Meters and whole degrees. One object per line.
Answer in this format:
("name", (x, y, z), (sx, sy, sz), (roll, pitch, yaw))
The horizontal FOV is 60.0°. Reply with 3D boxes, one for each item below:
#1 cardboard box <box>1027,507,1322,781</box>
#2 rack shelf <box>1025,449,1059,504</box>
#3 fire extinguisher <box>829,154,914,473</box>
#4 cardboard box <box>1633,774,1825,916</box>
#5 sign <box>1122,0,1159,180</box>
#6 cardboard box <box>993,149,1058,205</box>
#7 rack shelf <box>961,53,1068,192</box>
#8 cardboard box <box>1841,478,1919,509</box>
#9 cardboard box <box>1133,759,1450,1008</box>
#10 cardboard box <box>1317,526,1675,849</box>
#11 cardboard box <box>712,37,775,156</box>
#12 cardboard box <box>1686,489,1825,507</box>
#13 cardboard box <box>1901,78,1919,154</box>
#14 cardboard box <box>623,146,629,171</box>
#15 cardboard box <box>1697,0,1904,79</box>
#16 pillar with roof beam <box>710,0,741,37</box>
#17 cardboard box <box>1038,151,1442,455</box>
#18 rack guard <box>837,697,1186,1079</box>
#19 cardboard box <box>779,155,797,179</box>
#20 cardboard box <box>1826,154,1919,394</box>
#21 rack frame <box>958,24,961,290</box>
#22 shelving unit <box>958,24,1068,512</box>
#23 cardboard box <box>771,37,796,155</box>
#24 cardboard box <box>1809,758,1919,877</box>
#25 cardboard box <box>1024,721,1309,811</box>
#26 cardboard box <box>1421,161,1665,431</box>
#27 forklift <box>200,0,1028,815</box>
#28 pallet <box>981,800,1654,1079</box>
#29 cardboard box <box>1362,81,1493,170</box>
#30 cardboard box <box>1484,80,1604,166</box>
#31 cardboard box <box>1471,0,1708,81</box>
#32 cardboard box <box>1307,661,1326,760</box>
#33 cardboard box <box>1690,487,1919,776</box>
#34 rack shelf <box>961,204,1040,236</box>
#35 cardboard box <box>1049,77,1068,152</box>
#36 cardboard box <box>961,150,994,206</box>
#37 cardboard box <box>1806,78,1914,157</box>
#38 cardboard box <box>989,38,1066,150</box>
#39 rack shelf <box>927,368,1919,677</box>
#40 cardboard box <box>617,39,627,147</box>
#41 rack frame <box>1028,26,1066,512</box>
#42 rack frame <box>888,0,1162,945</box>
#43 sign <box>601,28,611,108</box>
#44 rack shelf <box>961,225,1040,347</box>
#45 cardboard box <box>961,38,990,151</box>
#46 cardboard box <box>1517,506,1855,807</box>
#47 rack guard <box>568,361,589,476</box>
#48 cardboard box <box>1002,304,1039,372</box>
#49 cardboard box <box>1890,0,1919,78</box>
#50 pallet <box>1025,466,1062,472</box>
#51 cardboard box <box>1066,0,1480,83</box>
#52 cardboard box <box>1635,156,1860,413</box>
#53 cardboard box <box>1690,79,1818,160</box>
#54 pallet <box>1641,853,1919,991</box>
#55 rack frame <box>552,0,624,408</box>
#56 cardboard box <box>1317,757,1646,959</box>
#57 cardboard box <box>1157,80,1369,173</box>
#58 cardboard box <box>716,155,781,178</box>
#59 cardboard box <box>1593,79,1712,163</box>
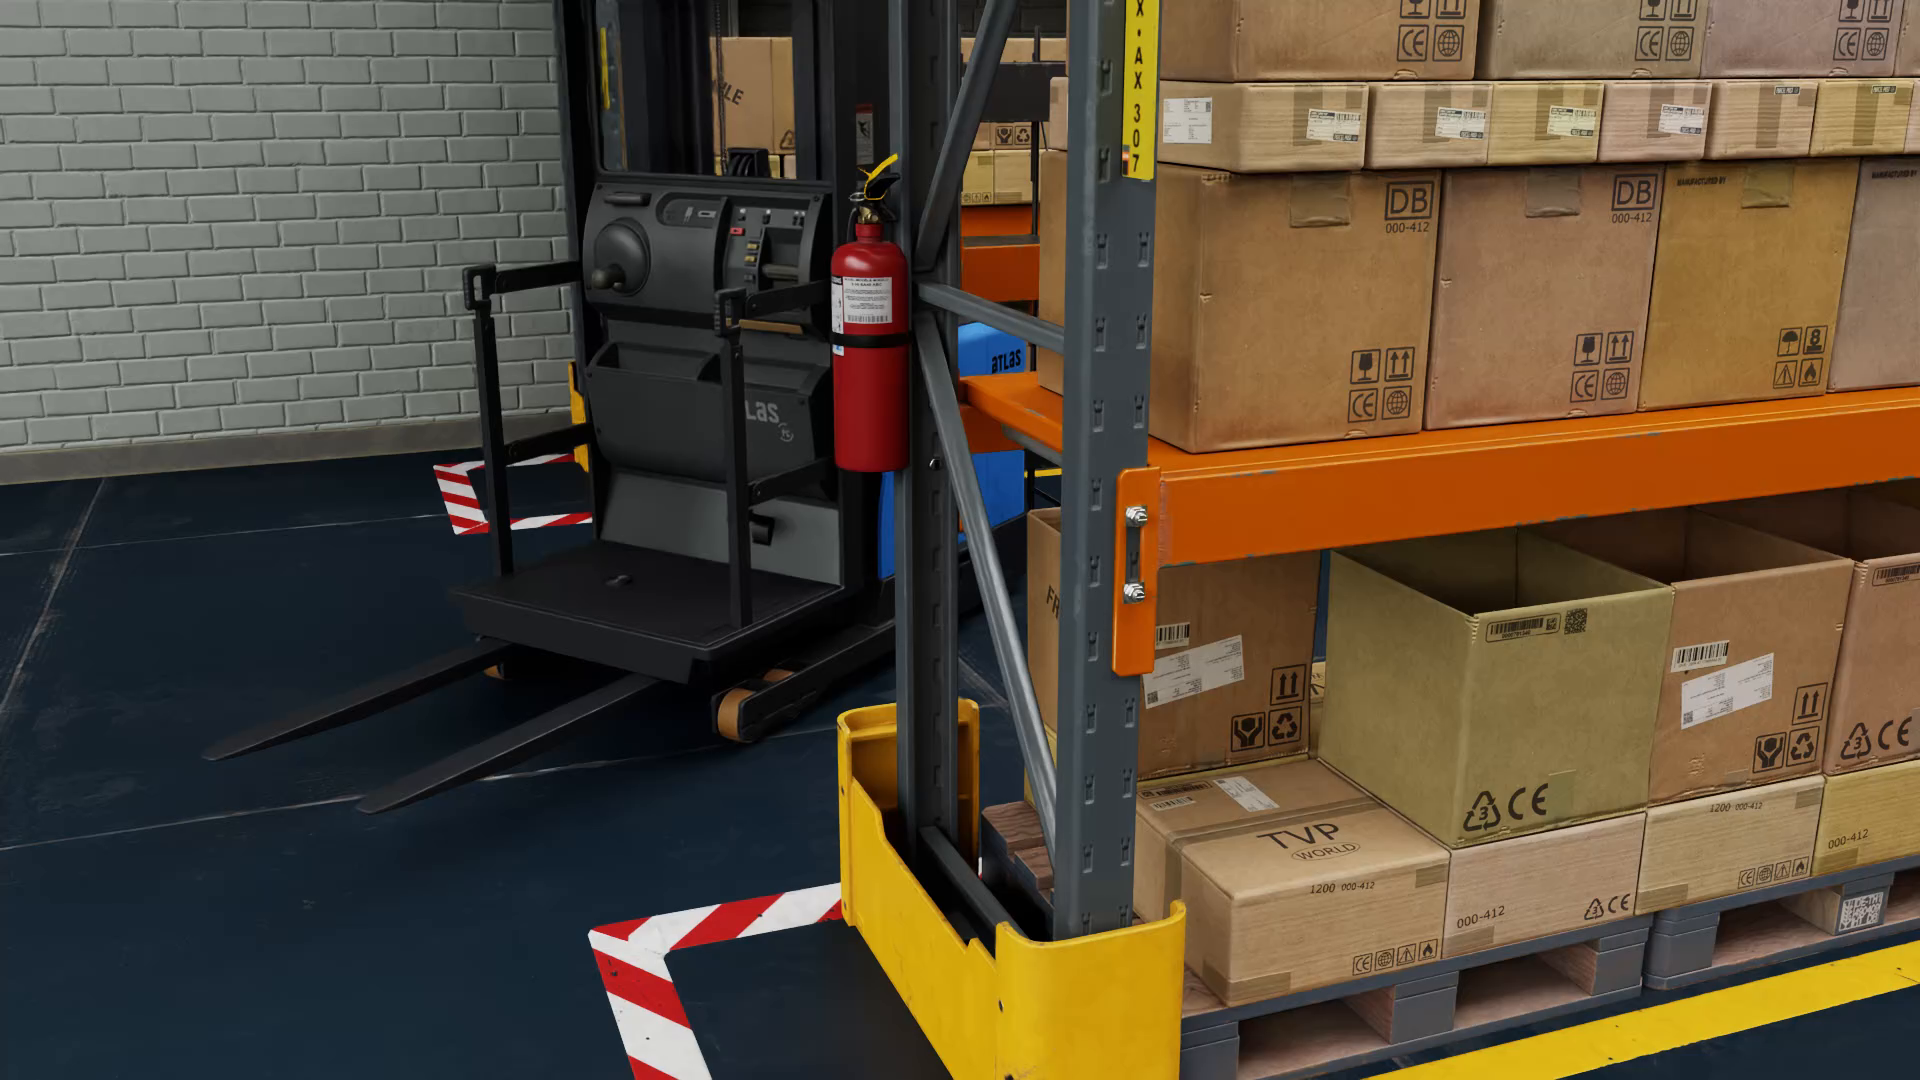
("cardboard box", (0.479, 0.208, 3.869), (0.500, 0.500, 0.500), (-6, 17, -20))
("rack shelf", (0.155, -0.339, 7.060), (0.480, 0.518, 0.431), (-6, 17, -20))
("fire extinguisher", (-0.192, -0.491, 3.582), (0.183, 0.674, 0.296), (-6, 17, -20))
("cardboard box", (1.598, 0.603, 3.855), (0.500, 0.250, 0.500), (-6, 17, -20))
("sign", (0.278, -0.724, 2.563), (0.005, 0.325, 0.100), (-6, 17, -20))
("cardboard box", (0.309, -1.780, 8.066), (0.500, 0.250, 0.500), (-6, 17, -20))
("rack shelf", (0.155, -1.683, 6.666), (0.480, 0.518, 0.431), (-6, 17, -20))
("cardboard box", (2.529, 0.140, 4.101), (0.500, 0.500, 0.500), (-6, 17, -20))
("cardboard box", (0.665, 0.705, 3.509), (0.500, 0.250, 0.500), (-6, 17, -20))
("cardboard box", (1.132, 0.294, 3.577), (0.500, 0.500, 0.500), (-6, 17, -20))
("cardboard box", (-1.138, -1.987, 7.440), (0.500, 0.500, 0.500), (-6, 17, -20))
("cardboard box", (1.875, 0.053, 4.396), (0.500, 0.500, 0.500), (-6, 17, -20))
("cardboard box", (1.964, -0.914, 3.559), (0.250, 0.149, 0.380), (-6, 17, -20))
("cardboard box", (-1.324, -1.756, 7.985), (0.500, 0.250, 0.500), (-6, 17, -19))
("cardboard box", (1.535, -1.242, 3.525), (0.500, 0.500, 0.700), (-6, 17, -20))
("pillar with roof beam", (0.194, -3.764, 3.946), (0.400, 9.000, 9.100), (-6, 17, -20))
("cardboard box", (0.526, -0.509, 3.331), (0.500, 0.500, 0.700), (-6, 17, -20))
("rack guard", (0.063, 0.784, 3.540), (0.348, 0.500, 1.175), (-6, 17, -20))
("cardboard box", (-0.642, -1.680, 7.725), (0.500, 0.250, 0.500), (-7, 18, -22))
("cardboard box", (1.970, -0.666, 3.865), (0.500, 0.500, 0.700), (-6, 17, -18))
("rack frame", (-0.073, -1.000, 6.775), (0.015, 2.100, 0.400), (-6, 17, -20))
("shelving unit", (0.155, -1.024, 6.859), (0.503, 2.100, 0.431), (-6, 17, -20))
("cardboard box", (-0.673, -2.034, 7.601), (0.500, 0.500, 0.500), (-6, 17, -20))
("cardboard box", (2.067, 0.554, 4.022), (0.500, 0.250, 0.500), (-6, 17, -20))
("cardboard box", (0.480, 0.569, 3.973), (0.500, 0.250, 0.500), (-6, 17, -20))
("cardboard box", (1.014, -0.563, 3.515), (0.500, 0.500, 0.700), (-6, 17, -19))
("forklift", (-0.933, -0.941, 5.102), (1.130, 2.935, 3.031), (10, 19, 30))
("pallet", (0.784, 0.832, 3.889), (1.213, 0.211, 1.003), (-6, 17, -20))
("cardboard box", (0.774, -0.787, 3.125), (0.250, 0.149, 0.380), (-7, 18, -22))
("cardboard box", (1.007, -0.812, 3.210), (0.250, 0.149, 0.380), (-6, 17, -20))
("cardboard box", (1.064, -1.191, 3.351), (0.500, 0.500, 0.700), (-7, 18, -22))
("cardboard box", (0.943, 0.515, 4.155), (0.500, 0.250, 0.500), (-6, 17, -20))
("cardboard box", (2.067, 0.195, 3.916), (0.500, 0.500, 0.500), (-6, 17, -20))
("rack shelf", (0.177, -1.577, 8.421), (4.000, 0.370, 1.077), (-6, 17, -20))
("cardboard box", (0.374, -0.865, 3.392), (0.250, 0.149, 0.380), (-6, 18, -21))
("cardboard box", (-0.164, -1.730, 7.895), (0.500, 0.250, 0.500), (-6, 18, -21))
("cardboard box", (1.730, -0.890, 3.476), (0.250, 0.149, 0.380), (-6, 18, -21))
("cardboard box", (0.290, -2.140, 7.961), (0.500, 0.500, 0.500), (-6, 17, -18))
("rack shelf", (1.953, -0.274, 3.984), (4.000, 0.370, 1.077), (-6, 17, -20))
("cardboard box", (-1.327, -2.121, 7.898), (0.500, 0.500, 0.500), (-6, 18, -21))
("rack frame", (0.382, -1.049, 6.943), (0.015, 2.100, 0.400), (-6, 17, -20))
("rack frame", (0.085, -0.417, 3.196), (0.127, 3.000, 1.000), (-6, 17, -20))
("sign", (-1.497, -1.993, 7.025), (0.005, 0.325, 0.100), (-6, 17, -20))
("rack shelf", (0.155, -1.011, 6.863), (0.480, 0.518, 0.431), (-6, 17, -20))
("cardboard box", (-0.188, -2.084, 7.773), (0.500, 0.500, 0.500), (-7, 18, -22))
("cardboard box", (1.594, 0.240, 3.760), (0.500, 0.500, 0.500), (-6, 17, -20))
("rack guard", (-1.620, -0.529, 8.011), (0.348, 0.500, 1.175), (-6, 17, -20))
("cardboard box", (0.223, -0.896, 8.483), (0.500, 0.500, 0.700), (-7, 18, -24))
("cardboard box", (2.002, -1.293, 3.697), (0.500, 0.500, 0.700), (-6, 17, -20))
("pallet", (0.289, -0.585, 8.714), (1.213, 0.211, 1.003), (-6, 17, -20))
("cardboard box", (0.575, -1.137, 3.166), (0.500, 0.500, 0.700), (-6, 17, -20))
("cardboard box", (1.480, -0.612, 3.681), (0.500, 0.500, 0.700), (-6, 17, -20))
("cardboard box", (1.492, -0.864, 3.388), (0.250, 0.149, 0.380), (-7, 18, -22))
("pallet", (1.922, 0.710, 4.304), (1.213, 0.211, 1.003), (-6, 17, -20))
("rack frame", (-1.691, -1.720, 7.633), (0.127, 3.000, 1.000), (-6, 17, -20))
("cardboard box", (1.131, 0.653, 3.684), (0.500, 0.250, 0.500), (-6, 17, -20))
("cardboard box", (0.528, -0.760, 3.032), (0.250, 0.149, 0.380), (-6, 18, -20))
("cardboard box", (-1.122, -1.624, 7.534), (0.500, 0.250, 0.500), (-7, 18, -22))
("cardboard box", (1.244, -0.836, 3.294), (0.250, 0.149, 0.380), (-6, 18, -21))
